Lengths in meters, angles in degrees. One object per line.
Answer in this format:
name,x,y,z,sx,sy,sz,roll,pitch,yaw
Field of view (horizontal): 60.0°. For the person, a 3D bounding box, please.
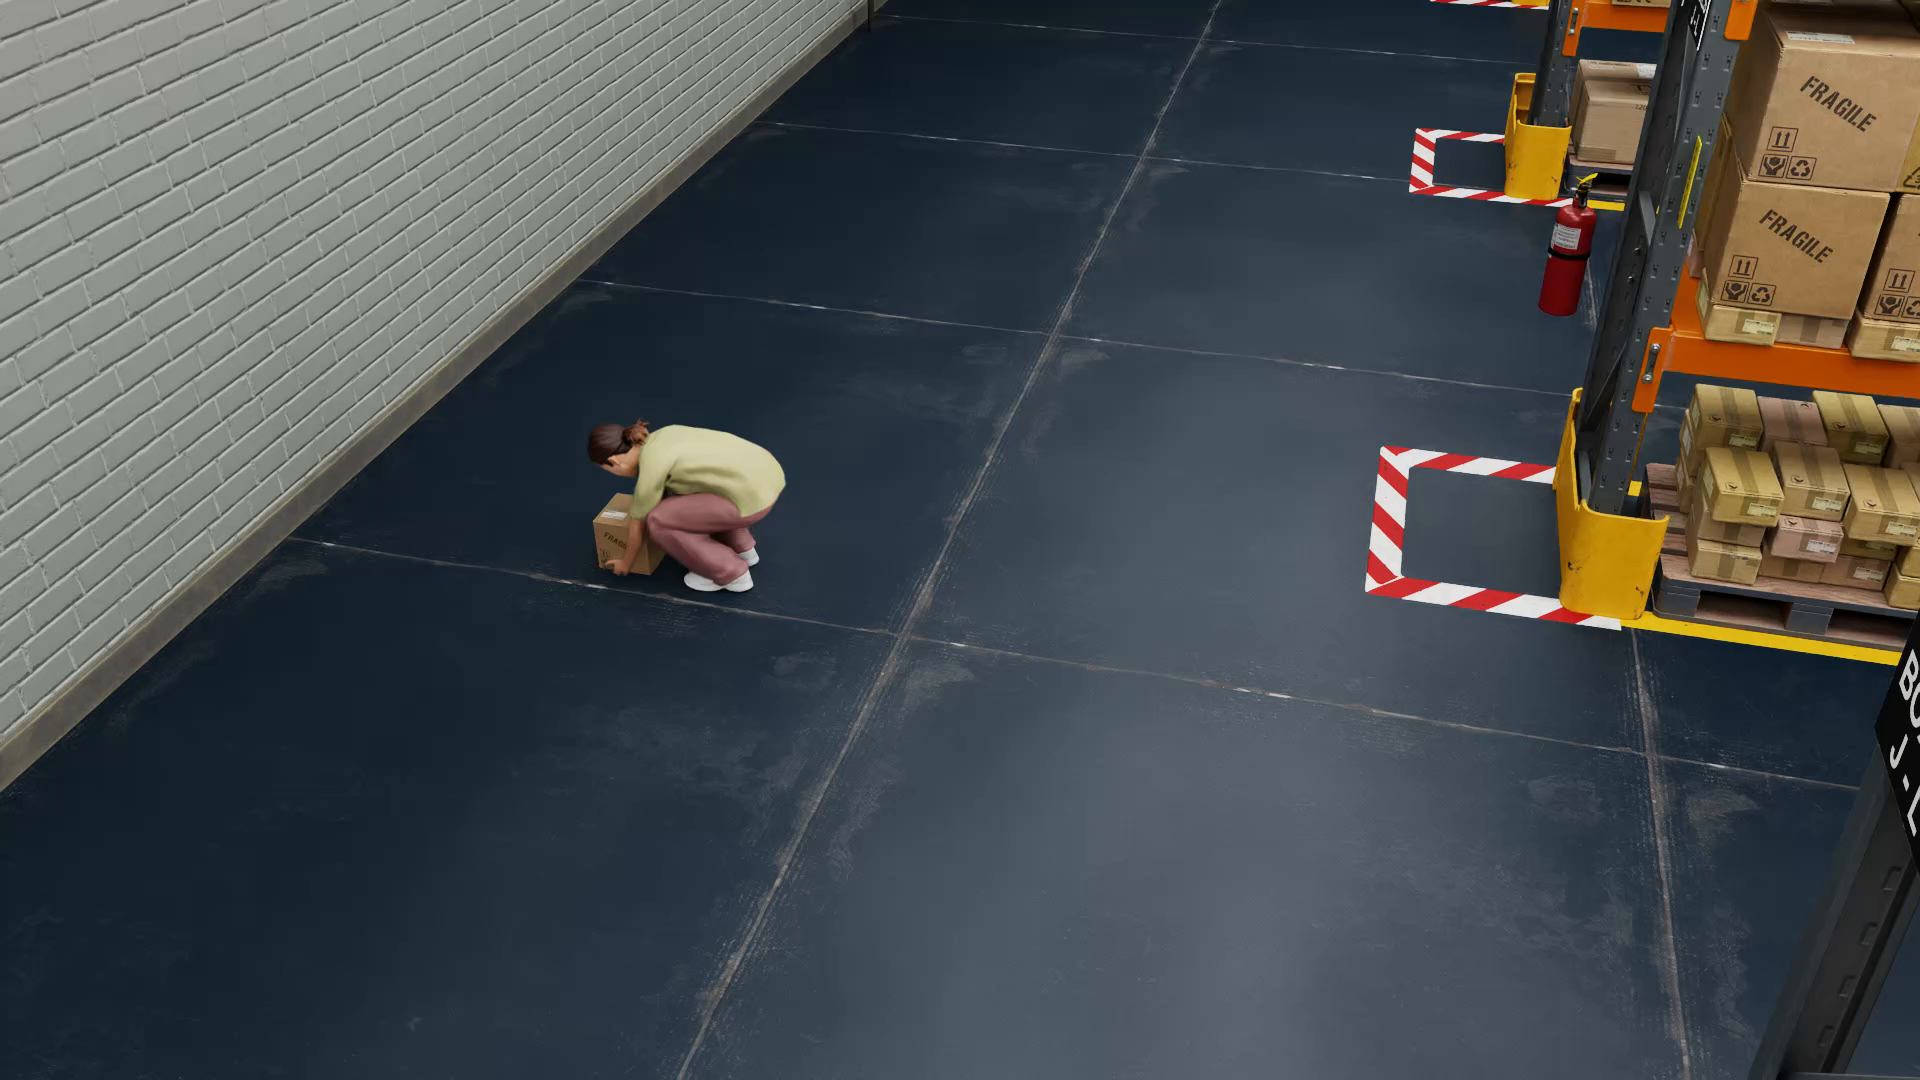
person,-1.190,-0.170,7.287,0.856,0.772,0.454,7,34,11
